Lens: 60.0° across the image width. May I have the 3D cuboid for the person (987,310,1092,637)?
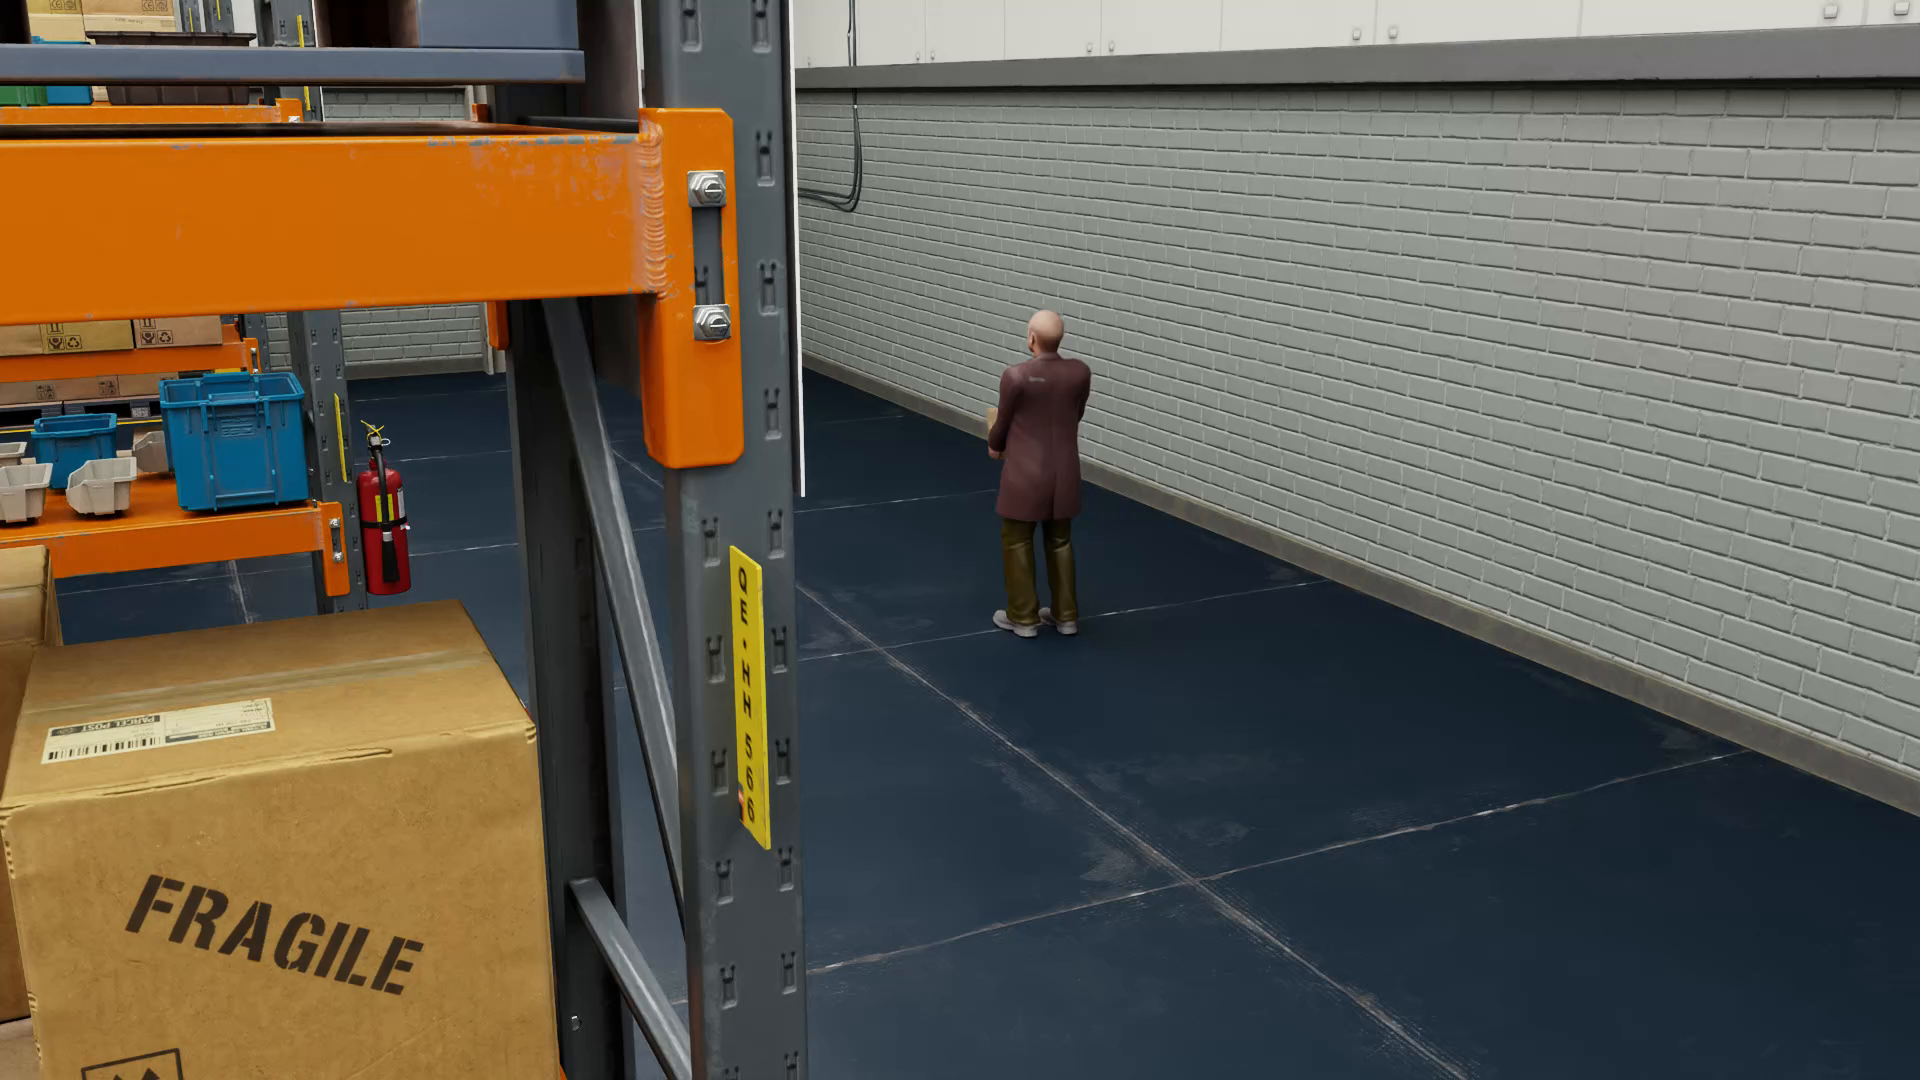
[{"bbox_3d":[0.388,-0.373,8.953,0.529,1.770,0.555,-7,16,-24],"label":"person"}]
